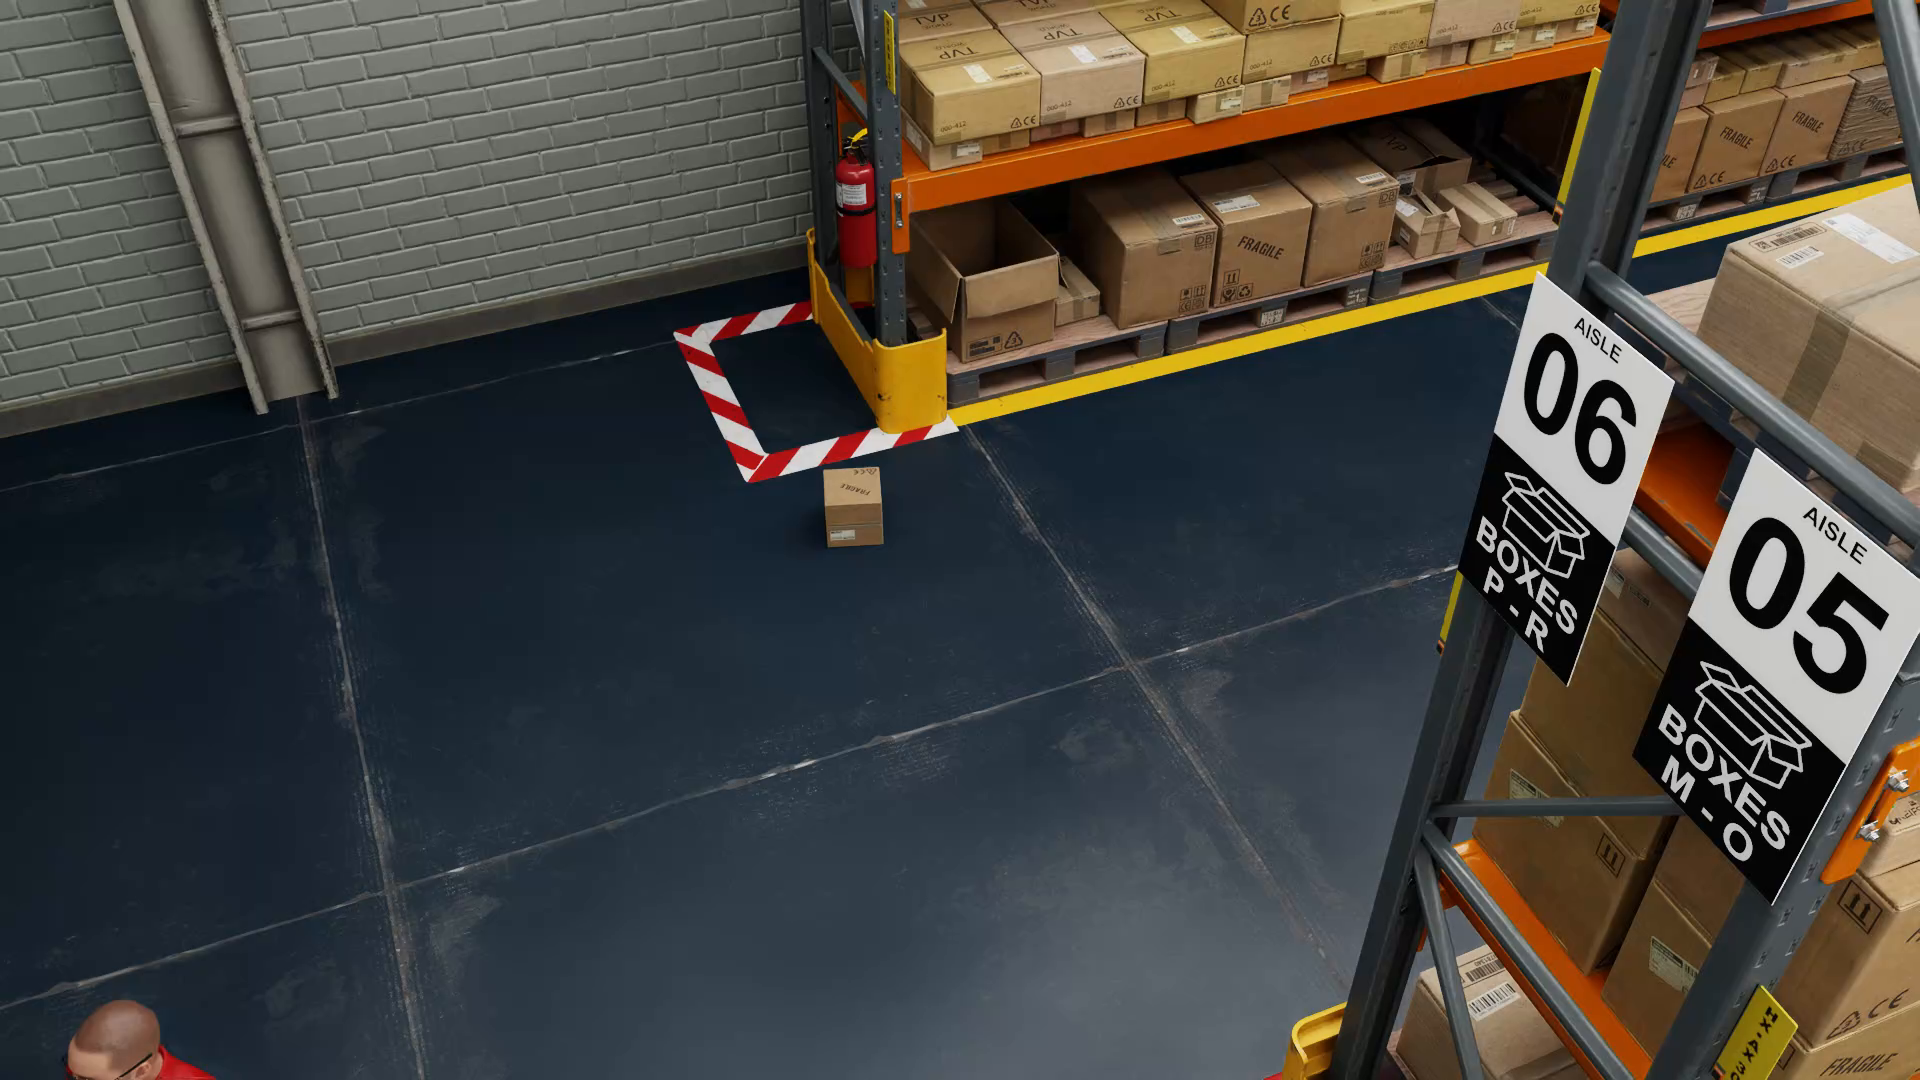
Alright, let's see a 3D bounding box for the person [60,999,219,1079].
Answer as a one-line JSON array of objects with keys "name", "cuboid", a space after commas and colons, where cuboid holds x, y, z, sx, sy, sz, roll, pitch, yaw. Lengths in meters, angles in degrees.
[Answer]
[{"name": "person", "cuboid": [-1.941, 1.700, 4.244, 0.541, 1.685, 0.928, 22, 46, 23]}]
